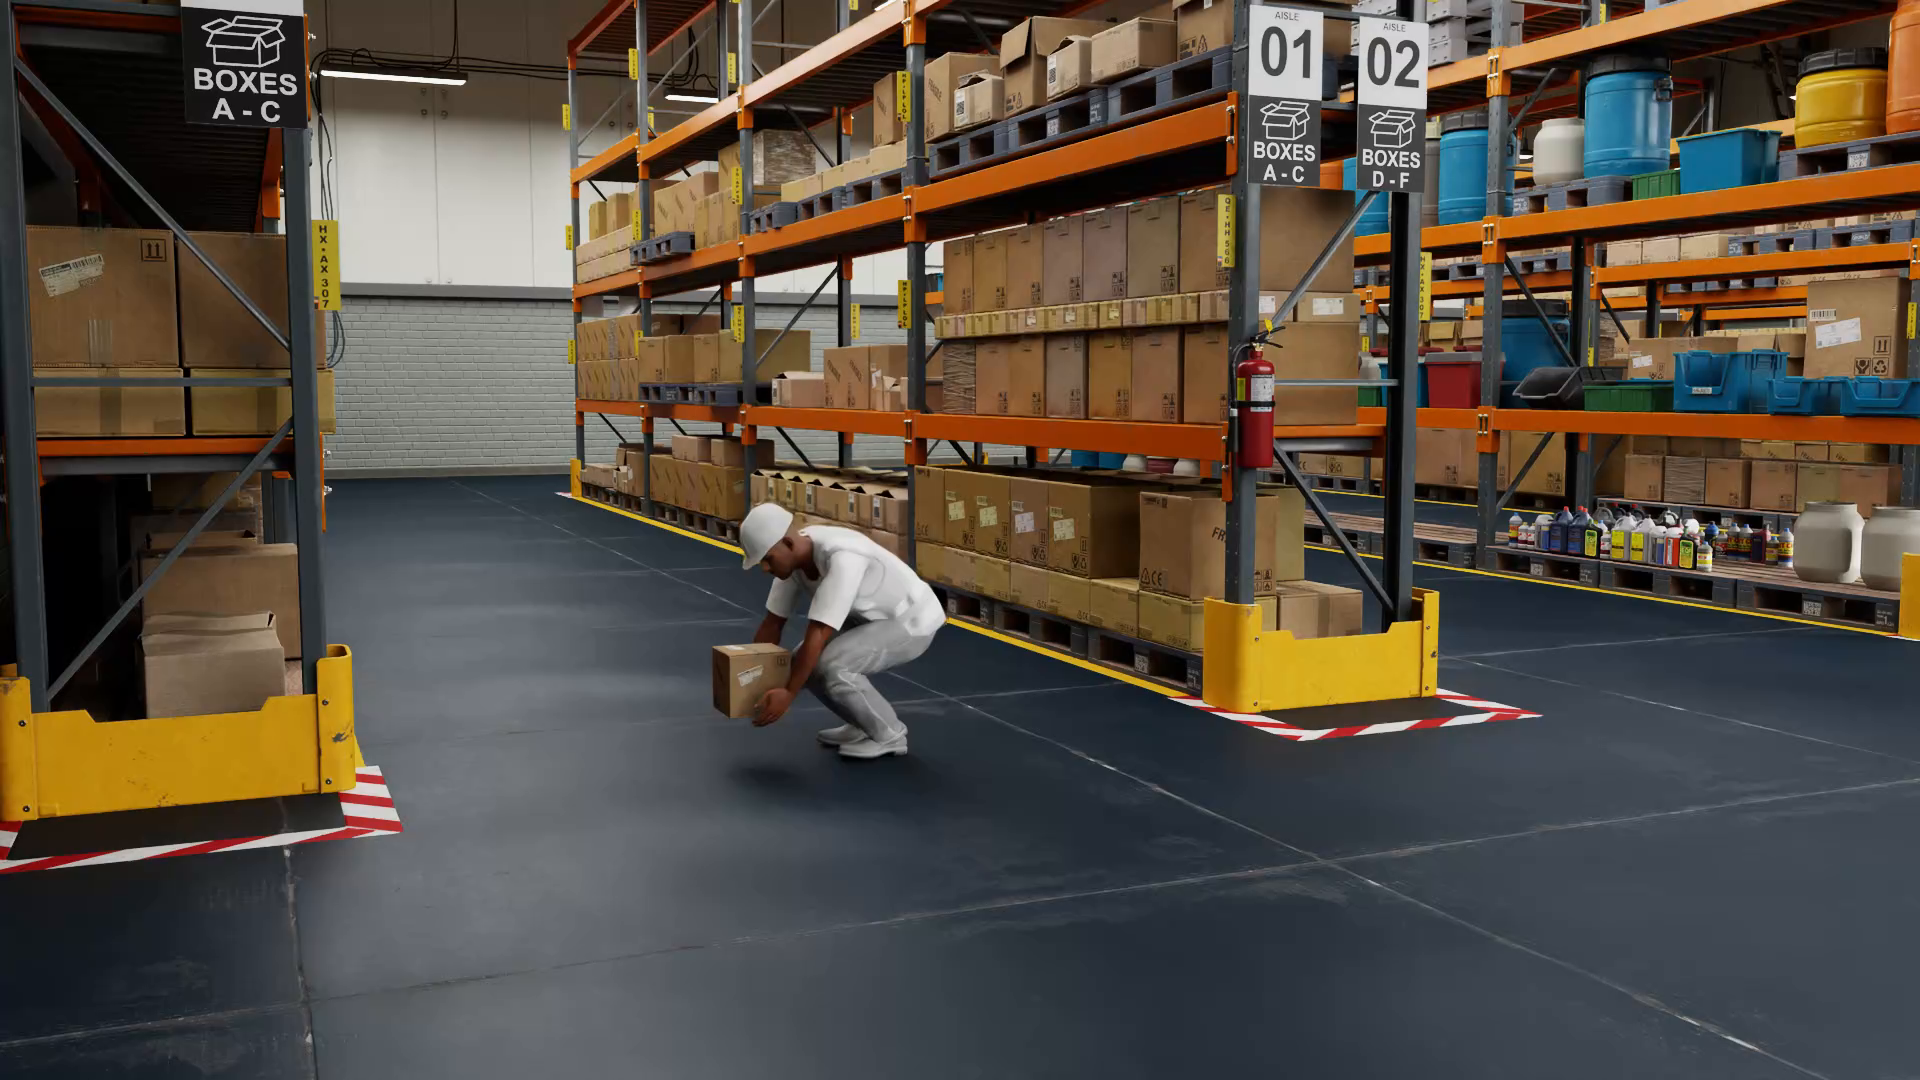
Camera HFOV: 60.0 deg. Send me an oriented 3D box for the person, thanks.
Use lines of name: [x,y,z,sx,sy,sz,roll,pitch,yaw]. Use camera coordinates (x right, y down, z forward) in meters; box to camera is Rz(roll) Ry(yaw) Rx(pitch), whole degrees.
person: [-0.488,0.359,6.728,0.888,1.040,0.587,-2,6,-24]
